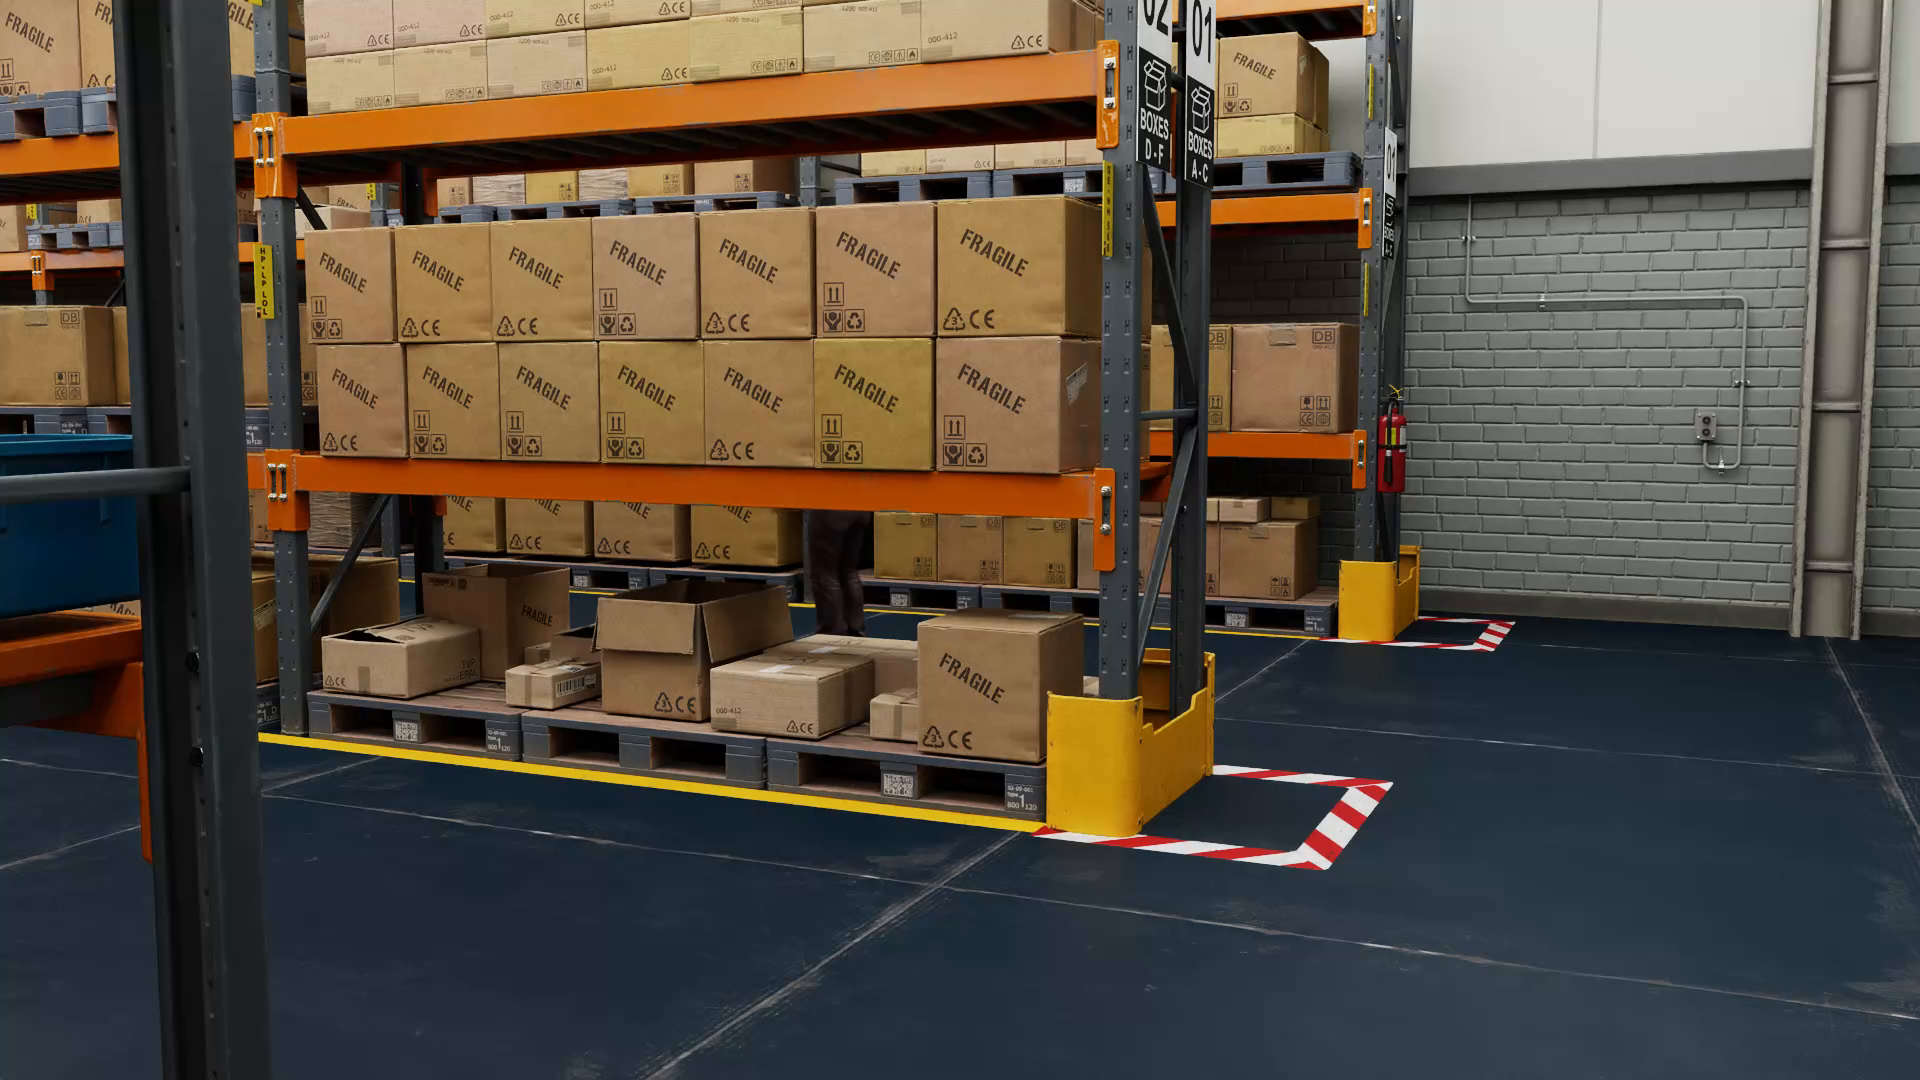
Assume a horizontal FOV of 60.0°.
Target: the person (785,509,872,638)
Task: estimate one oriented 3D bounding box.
[{"bbox_3d":[-0.799,-0.176,9.970,0.536,1.722,0.500,3,6,31],"label":"person"}]
